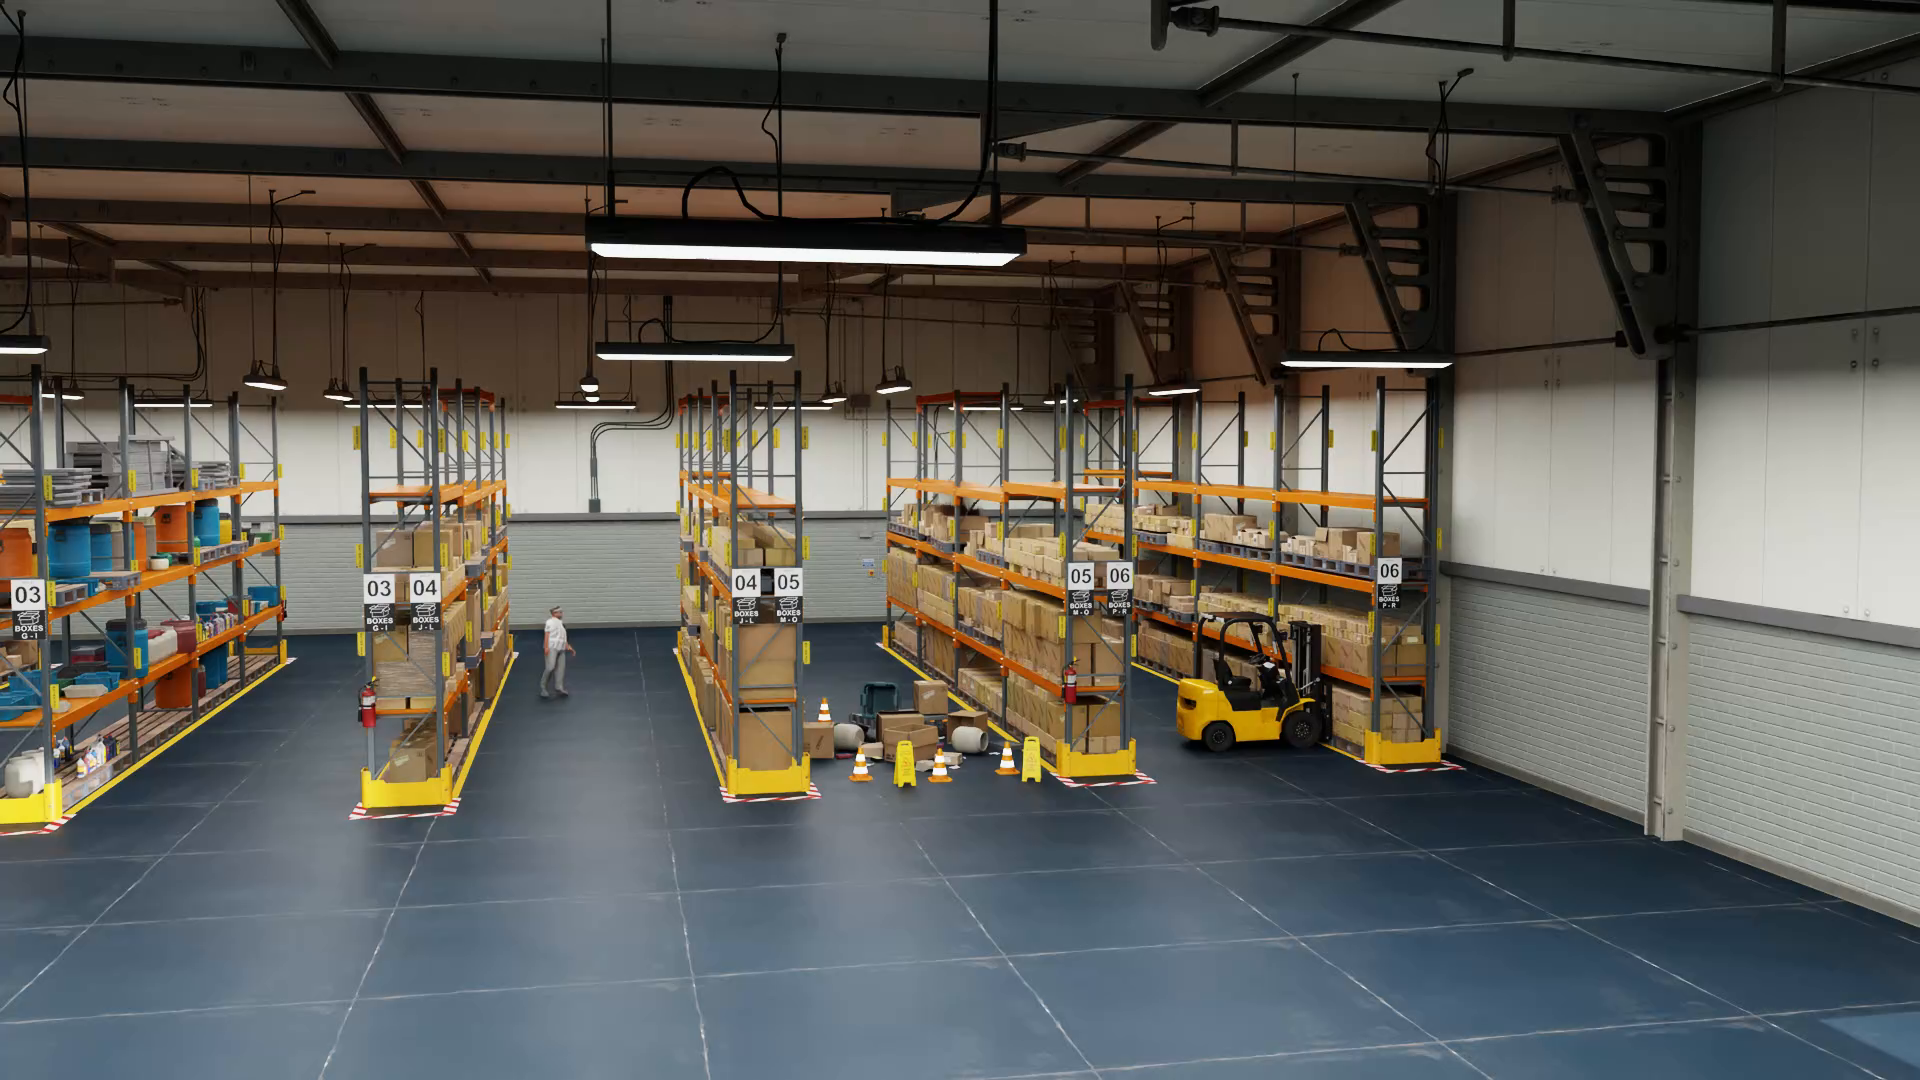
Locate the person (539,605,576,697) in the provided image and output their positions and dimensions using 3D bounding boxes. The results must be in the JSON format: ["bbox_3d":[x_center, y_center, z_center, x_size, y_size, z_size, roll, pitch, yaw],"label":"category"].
[{"bbox_3d":[-7.971,2.178,32.750,0.487,1.775,0.716,2,4,28],"label":"person"}]
